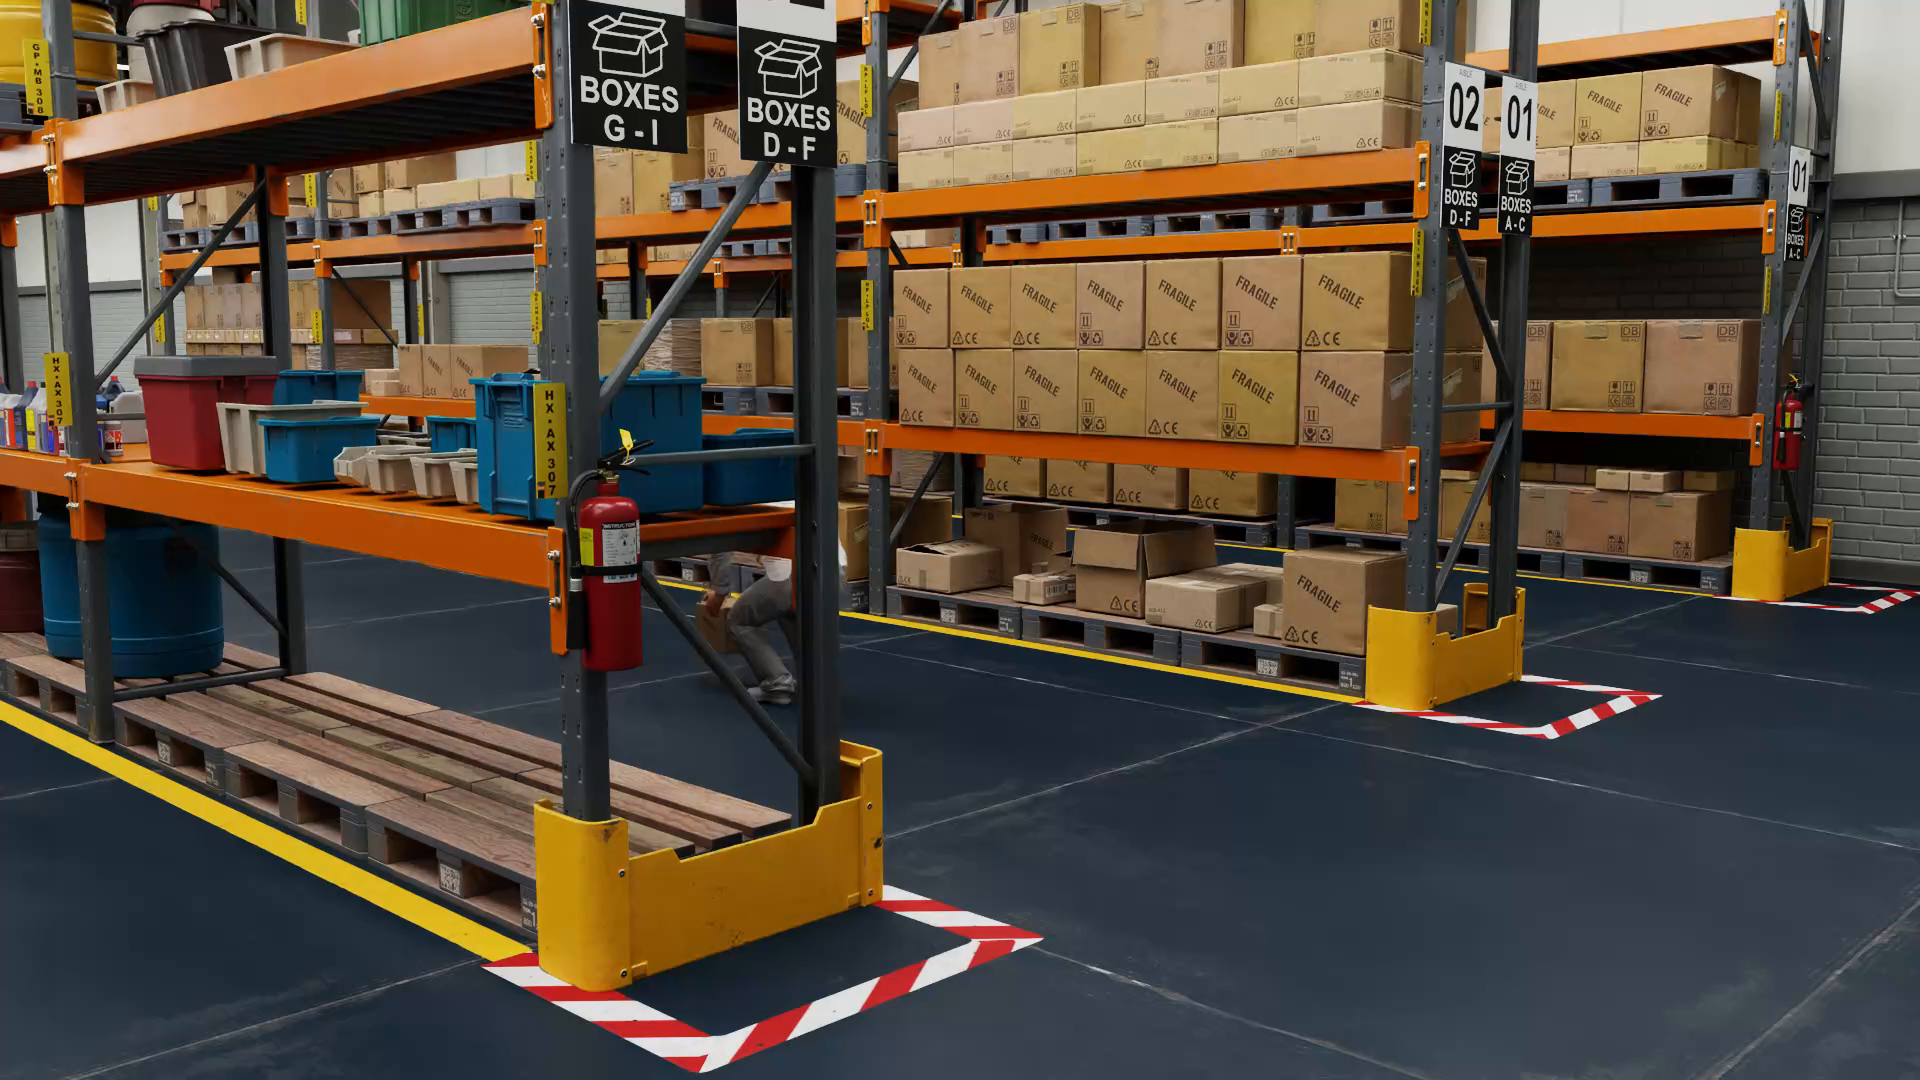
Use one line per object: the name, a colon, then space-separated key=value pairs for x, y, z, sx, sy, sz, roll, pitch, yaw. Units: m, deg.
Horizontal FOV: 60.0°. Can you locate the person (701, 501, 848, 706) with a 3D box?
person: x=-0.988 y=0.177 z=8.648 sx=0.820 sy=1.304 sz=0.586 roll=7 pitch=10 yaw=44
